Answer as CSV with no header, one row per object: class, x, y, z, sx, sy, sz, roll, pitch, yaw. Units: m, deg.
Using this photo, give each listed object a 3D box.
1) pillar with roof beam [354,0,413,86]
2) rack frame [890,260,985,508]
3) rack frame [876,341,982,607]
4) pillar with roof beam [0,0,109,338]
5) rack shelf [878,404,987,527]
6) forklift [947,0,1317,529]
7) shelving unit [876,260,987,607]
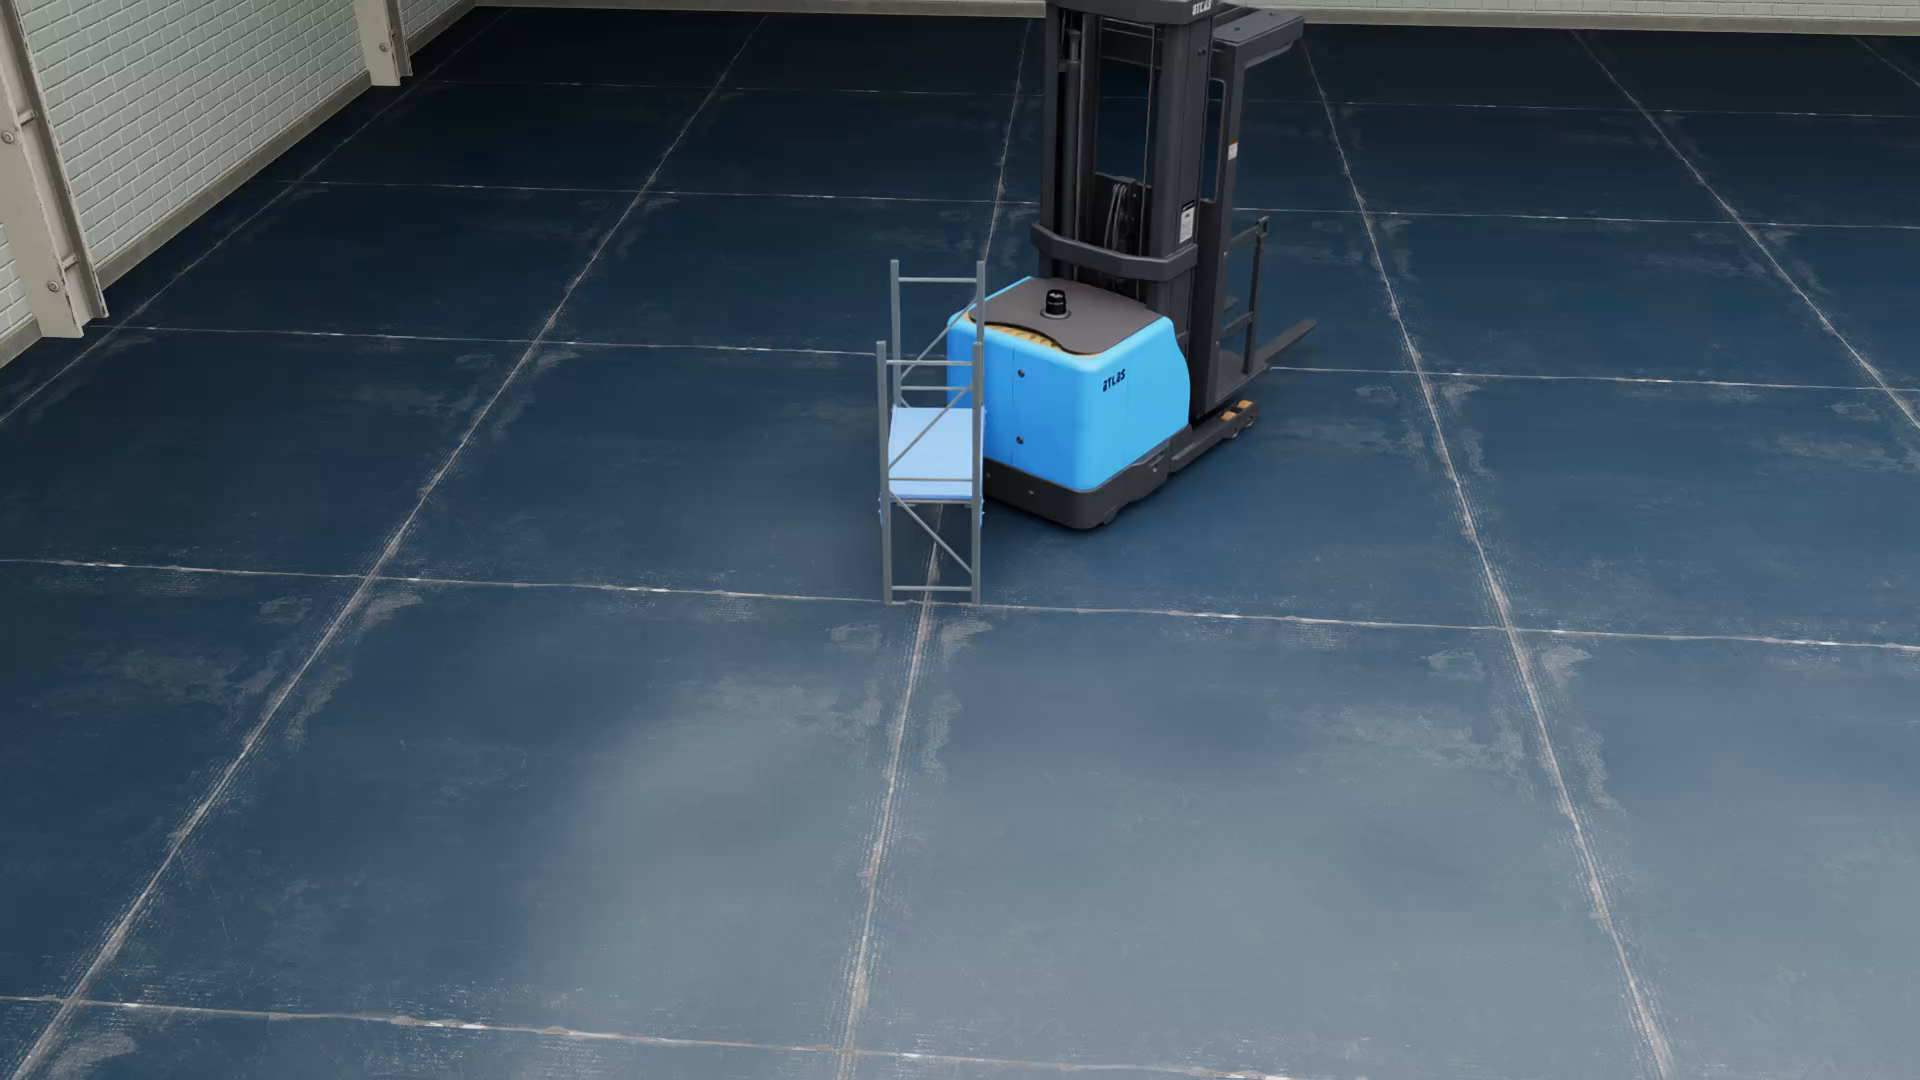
pillar with roof beam,-1.456,-8.295,14.132,9.100,9.000,0.400,2,32,4
rack frame,-0.117,-0.832,9.170,0.500,1.500,0.032,1,32,1
rack frame,-0.147,-0.298,8.305,0.500,1.500,0.032,1,32,1
pillar with roof beam,-1.944,-5.157,9.041,9.100,9.000,0.400,2,32,4
rack shelf,-0.132,-0.412,8.832,0.538,0.185,1.000,1,32,1
forklift,1.216,-2.018,9.730,1.130,2.935,3.031,22,38,32
shelving unit,-0.132,-0.565,8.737,0.538,1.500,1.048,1,32,1
